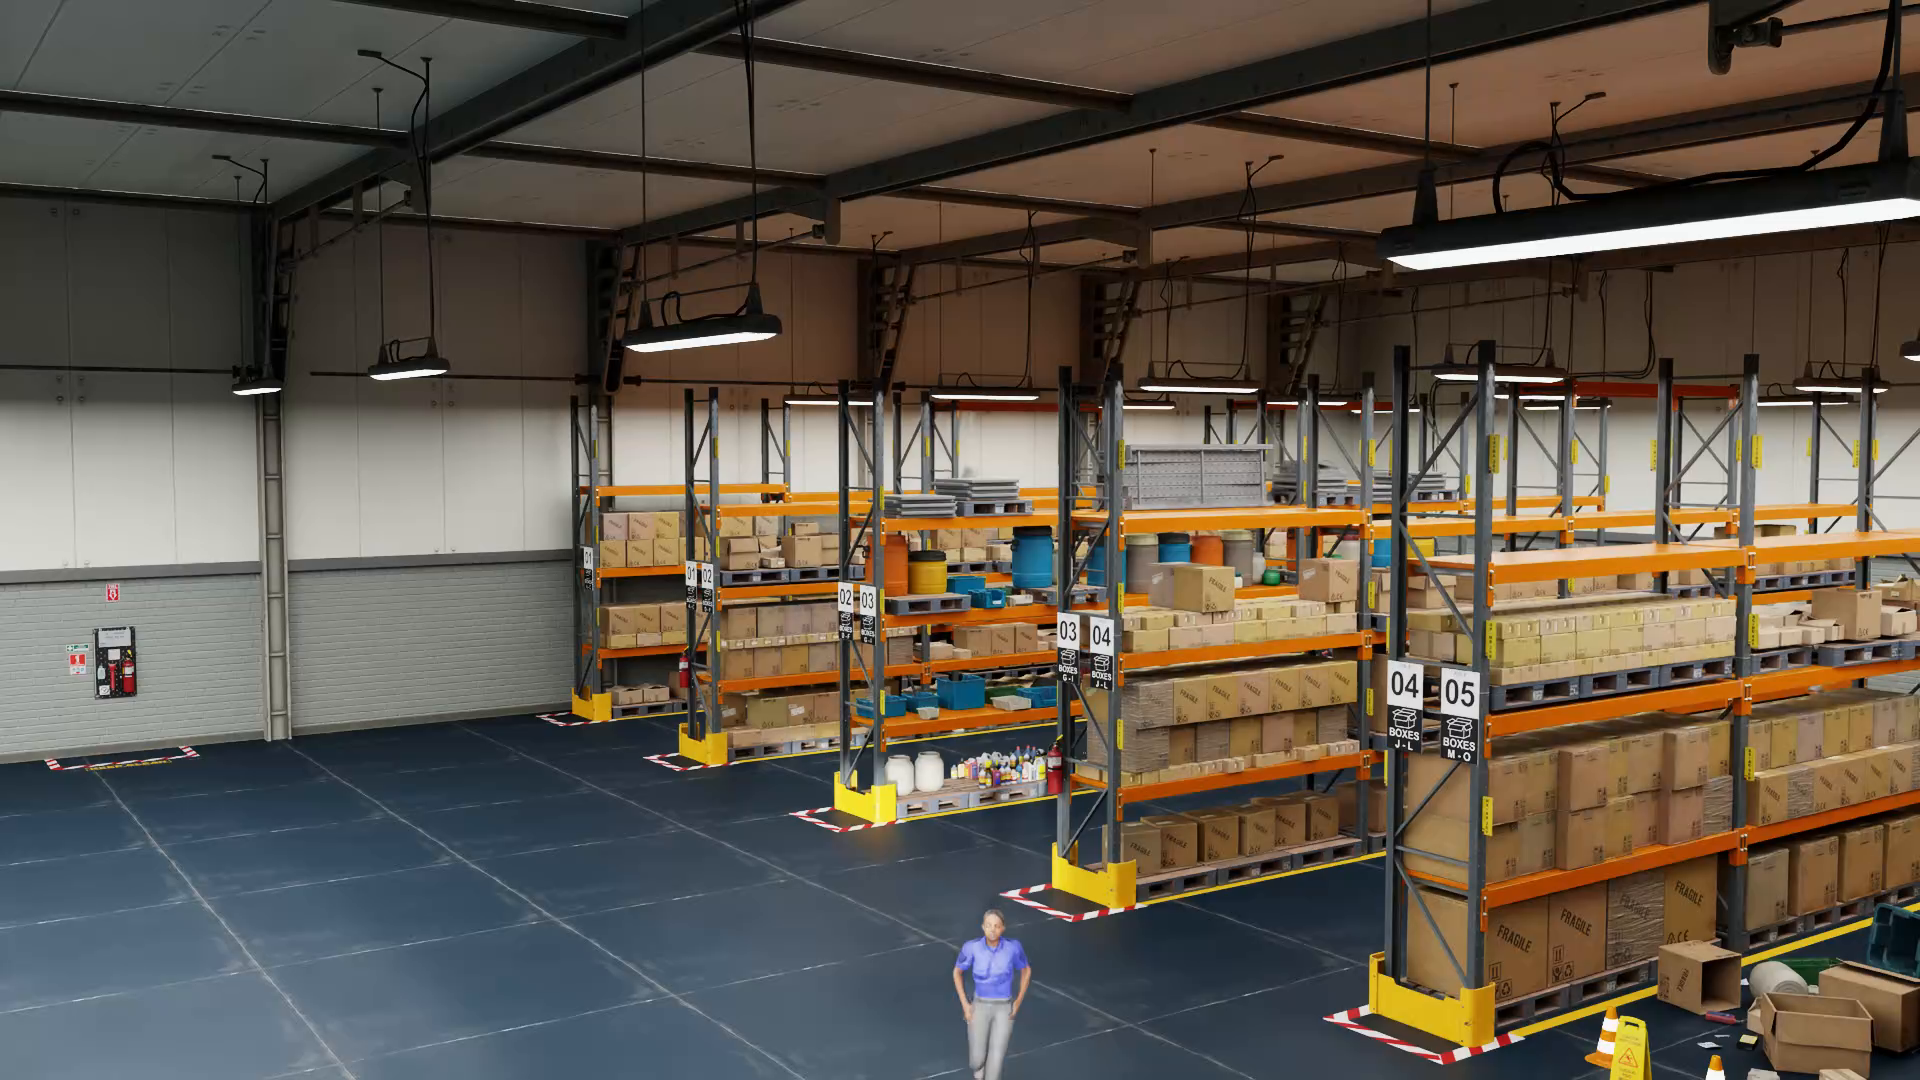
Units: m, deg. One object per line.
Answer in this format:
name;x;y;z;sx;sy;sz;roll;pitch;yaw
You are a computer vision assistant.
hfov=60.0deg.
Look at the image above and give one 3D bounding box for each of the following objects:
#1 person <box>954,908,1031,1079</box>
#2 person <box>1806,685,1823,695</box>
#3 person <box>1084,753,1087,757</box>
person;0.249;3.607;12.737;0.598;1.618;0.668;0;3;0
person;12.374;2.896;24.062;0.773;1.671;0.609;-2;4;-35
person;2.453;2.671;27.394;0.982;1.726;0.686;-3;4;-39
